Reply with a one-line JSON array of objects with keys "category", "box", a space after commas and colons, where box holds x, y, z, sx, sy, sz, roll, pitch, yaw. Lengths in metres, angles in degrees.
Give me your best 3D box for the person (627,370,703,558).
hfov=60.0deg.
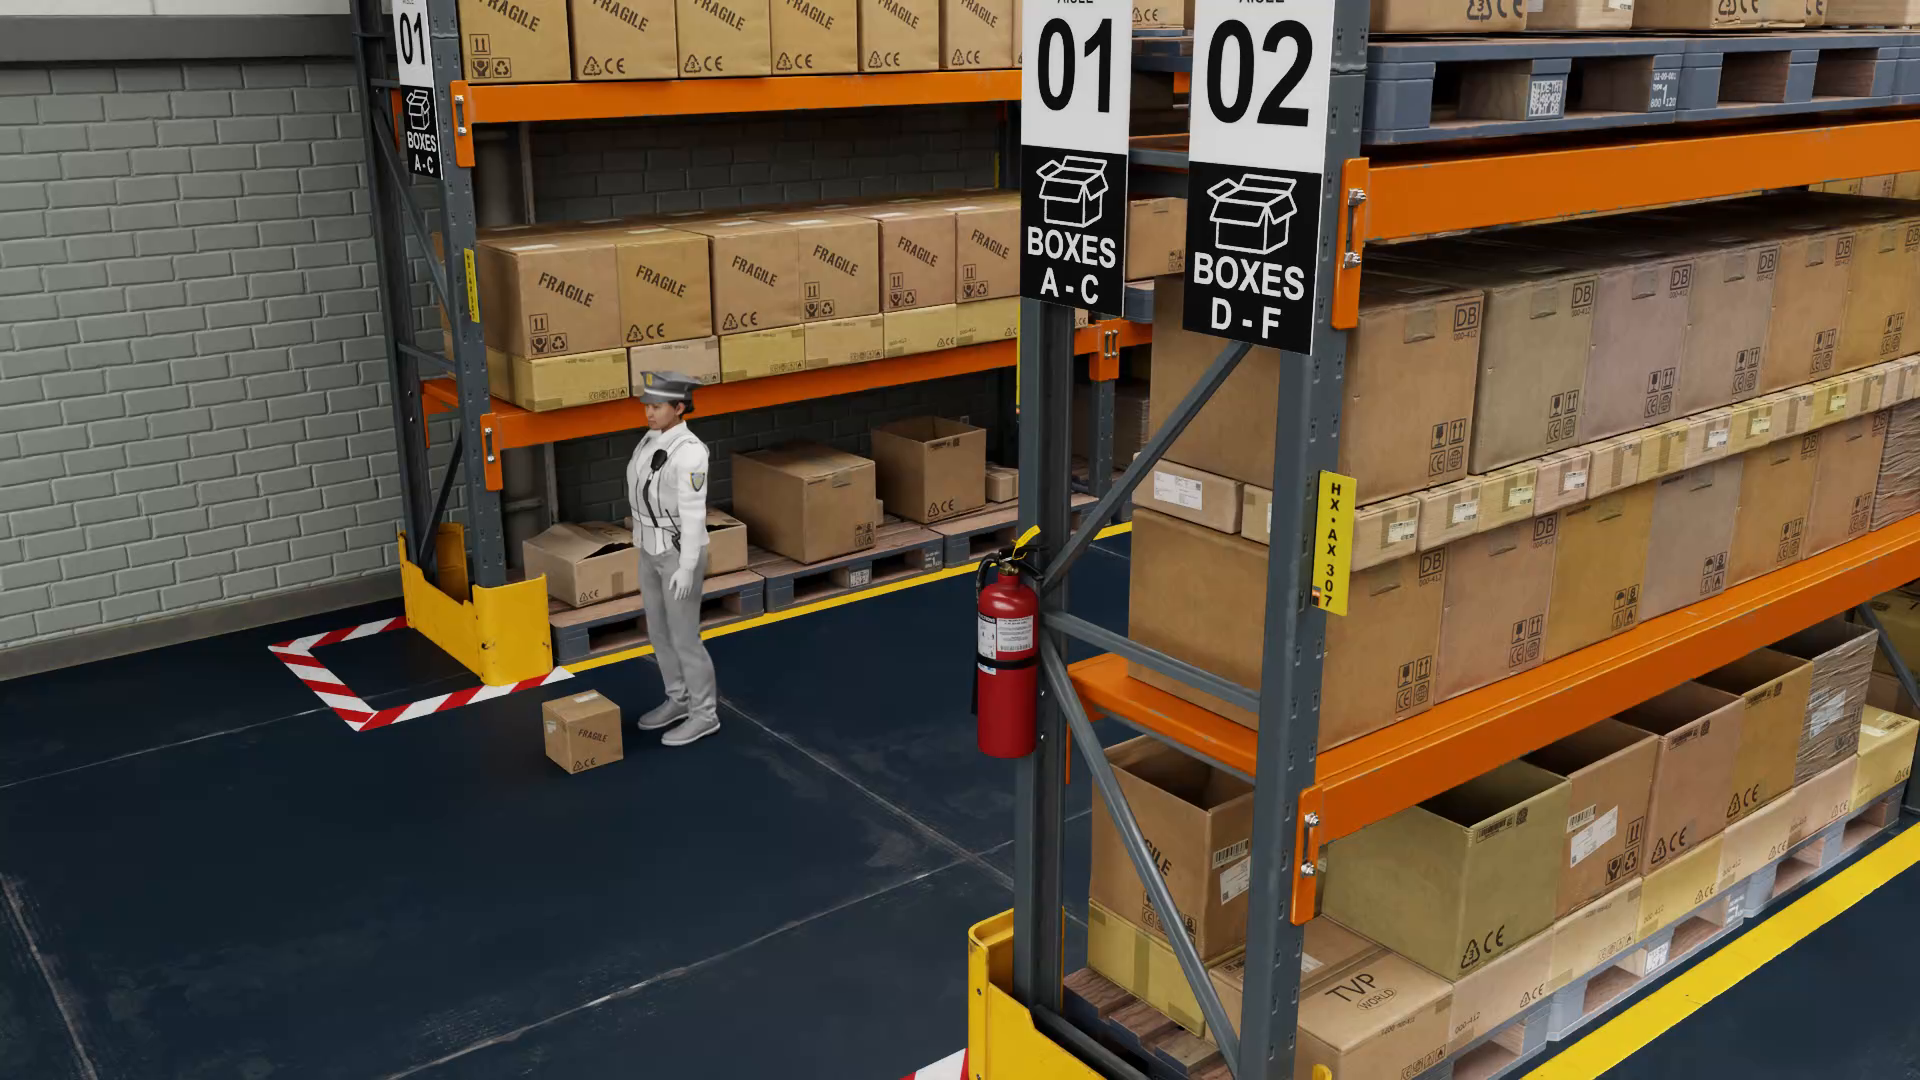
[{"category": "person", "box": [-1.271, -0.342, 7.175, 0.340, 0.809, 0.373, -13, 22, -35]}]
